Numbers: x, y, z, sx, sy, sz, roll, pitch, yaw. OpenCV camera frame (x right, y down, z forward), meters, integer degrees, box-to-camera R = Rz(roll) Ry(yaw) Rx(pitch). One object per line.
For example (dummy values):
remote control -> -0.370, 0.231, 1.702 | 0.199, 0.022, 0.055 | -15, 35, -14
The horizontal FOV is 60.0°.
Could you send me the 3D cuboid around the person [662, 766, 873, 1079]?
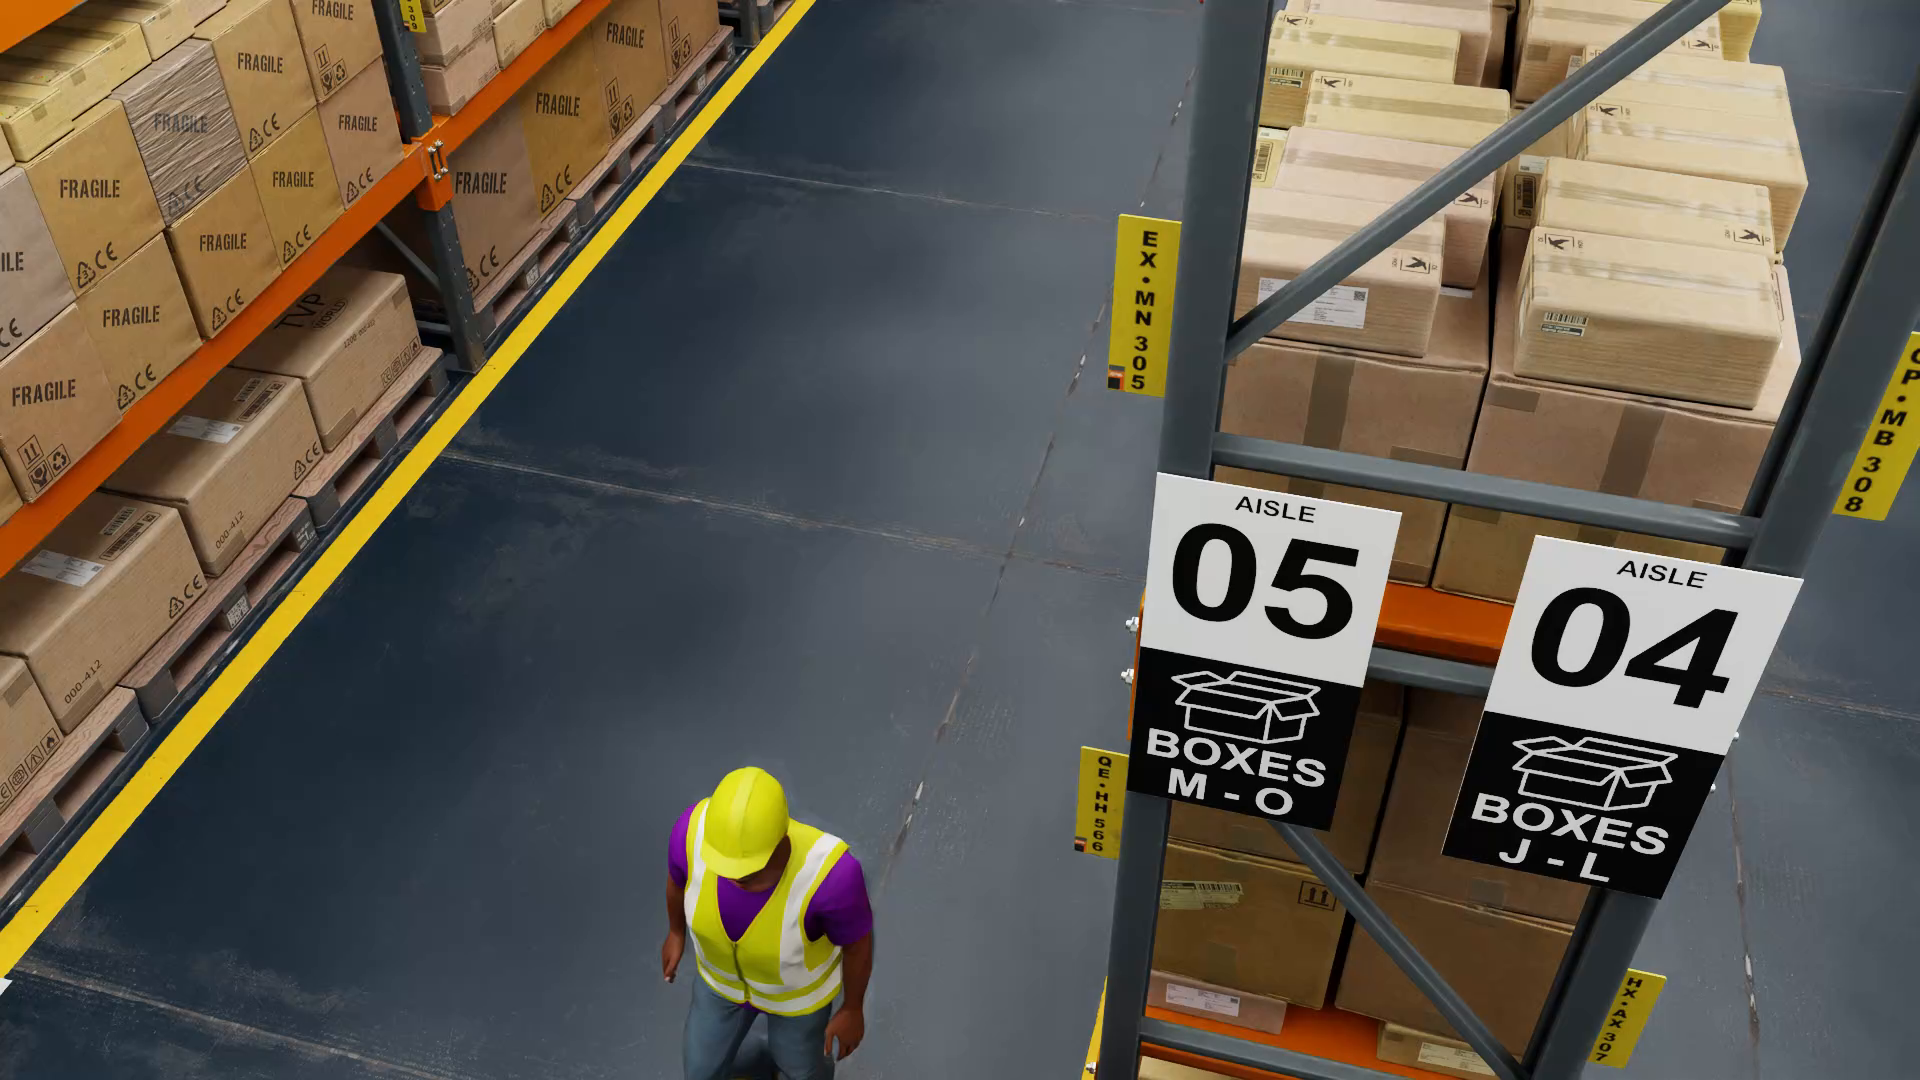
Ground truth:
person -> -0.557, 1.216, 4.684 | 0.652, 1.755, 0.449 | 13, 42, 14
